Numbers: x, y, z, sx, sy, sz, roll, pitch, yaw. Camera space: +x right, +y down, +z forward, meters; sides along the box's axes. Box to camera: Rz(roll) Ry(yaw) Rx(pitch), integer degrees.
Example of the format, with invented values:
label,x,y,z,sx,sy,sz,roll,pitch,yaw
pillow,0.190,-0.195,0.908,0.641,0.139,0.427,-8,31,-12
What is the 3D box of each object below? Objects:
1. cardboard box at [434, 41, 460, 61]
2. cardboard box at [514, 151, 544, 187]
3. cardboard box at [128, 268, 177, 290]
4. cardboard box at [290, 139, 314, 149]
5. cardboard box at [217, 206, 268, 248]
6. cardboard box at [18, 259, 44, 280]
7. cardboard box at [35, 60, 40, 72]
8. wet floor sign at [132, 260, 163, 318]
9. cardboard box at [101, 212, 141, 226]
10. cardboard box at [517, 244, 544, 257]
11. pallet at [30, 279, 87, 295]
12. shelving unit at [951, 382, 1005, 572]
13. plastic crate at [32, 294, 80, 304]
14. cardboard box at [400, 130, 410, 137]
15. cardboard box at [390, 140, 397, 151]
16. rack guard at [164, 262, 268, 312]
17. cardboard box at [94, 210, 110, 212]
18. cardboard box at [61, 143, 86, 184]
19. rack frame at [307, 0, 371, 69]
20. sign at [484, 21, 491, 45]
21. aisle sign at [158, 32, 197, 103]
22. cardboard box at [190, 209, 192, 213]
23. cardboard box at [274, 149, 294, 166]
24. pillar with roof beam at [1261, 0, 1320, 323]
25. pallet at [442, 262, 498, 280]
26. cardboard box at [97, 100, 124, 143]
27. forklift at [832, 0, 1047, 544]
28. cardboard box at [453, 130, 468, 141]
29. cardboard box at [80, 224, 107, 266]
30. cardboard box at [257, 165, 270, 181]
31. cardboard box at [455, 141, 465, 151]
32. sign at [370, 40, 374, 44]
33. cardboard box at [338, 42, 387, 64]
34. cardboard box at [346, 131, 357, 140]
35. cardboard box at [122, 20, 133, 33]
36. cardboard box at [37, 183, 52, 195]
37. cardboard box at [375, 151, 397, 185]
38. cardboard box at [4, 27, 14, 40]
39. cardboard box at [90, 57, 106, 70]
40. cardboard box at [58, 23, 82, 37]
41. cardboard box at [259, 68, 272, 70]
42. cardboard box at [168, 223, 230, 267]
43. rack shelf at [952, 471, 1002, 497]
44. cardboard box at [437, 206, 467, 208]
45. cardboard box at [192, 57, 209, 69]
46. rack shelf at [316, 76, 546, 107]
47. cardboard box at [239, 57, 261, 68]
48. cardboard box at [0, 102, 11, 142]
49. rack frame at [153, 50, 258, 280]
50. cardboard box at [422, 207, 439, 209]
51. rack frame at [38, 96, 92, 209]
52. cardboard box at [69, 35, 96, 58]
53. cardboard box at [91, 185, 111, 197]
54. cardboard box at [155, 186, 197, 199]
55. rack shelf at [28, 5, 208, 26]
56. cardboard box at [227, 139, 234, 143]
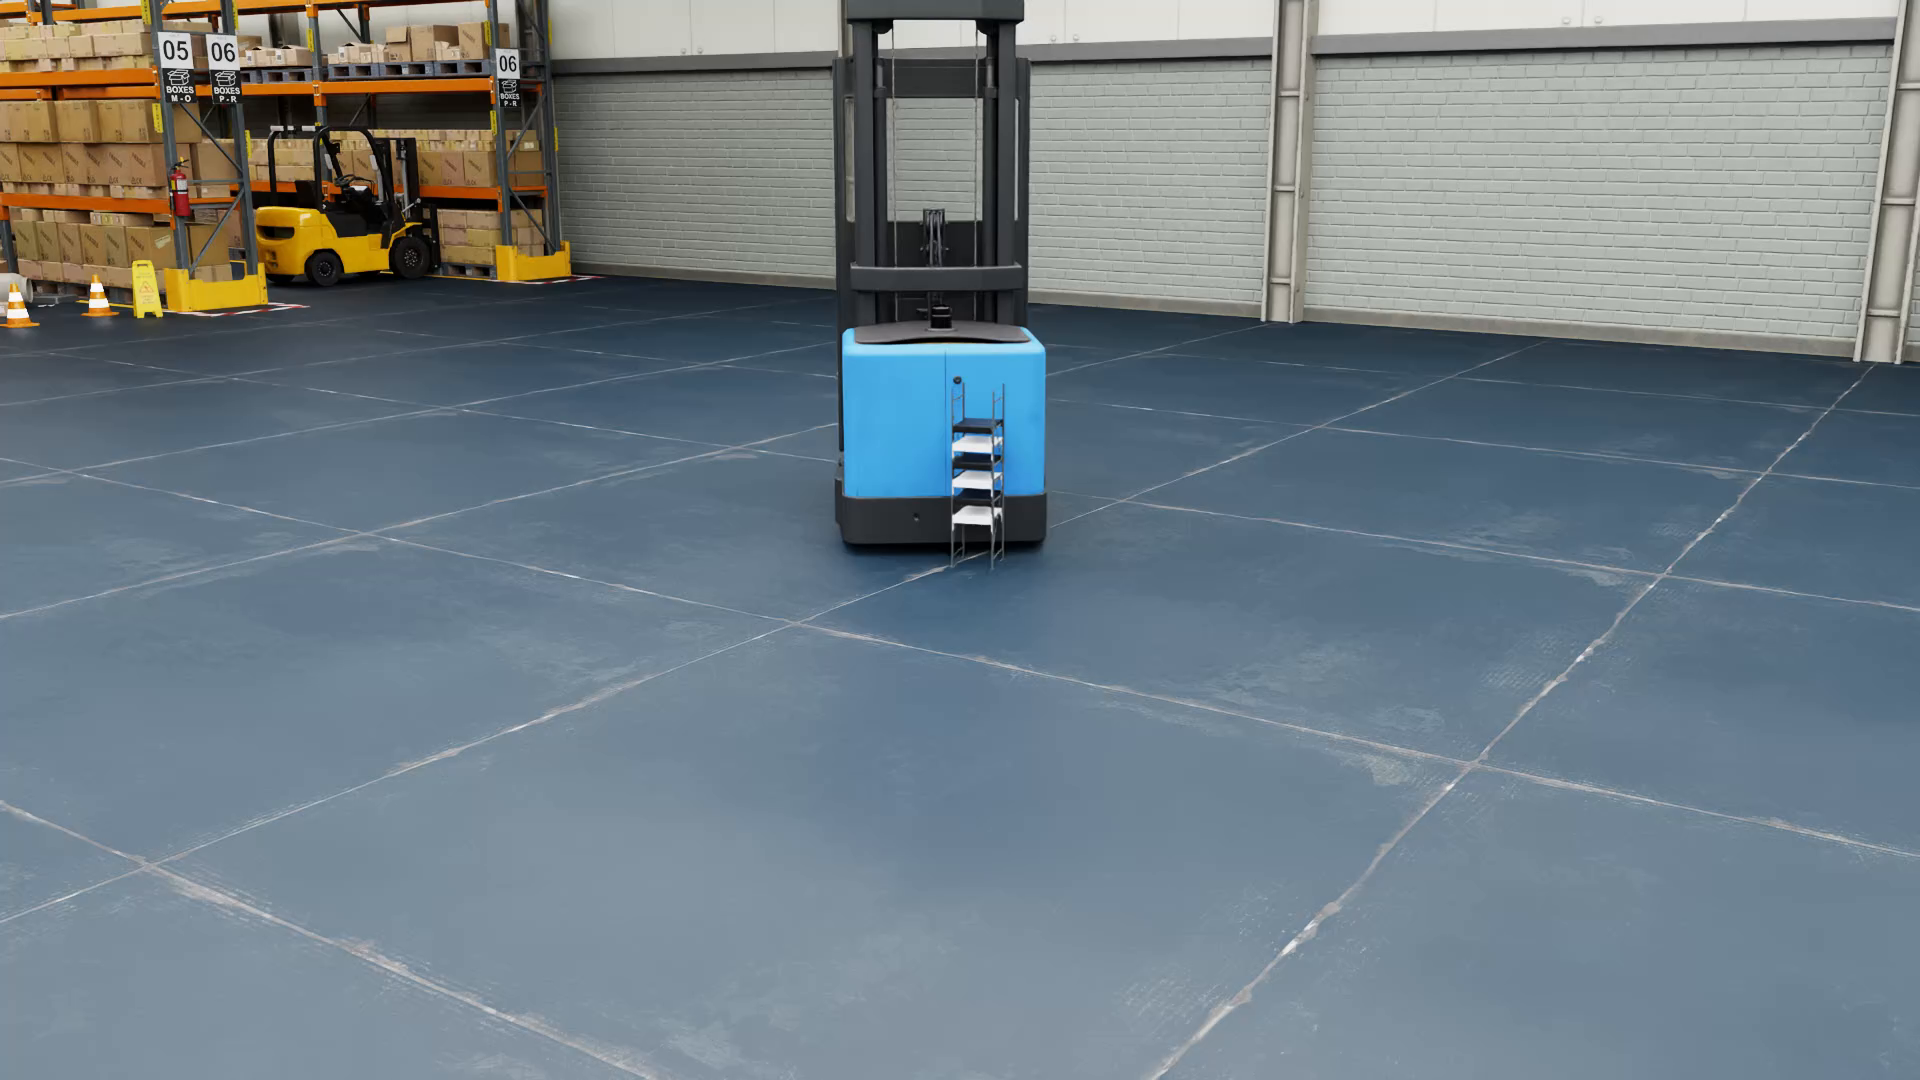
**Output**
label,x,y,z,sx,sy,sz,roll,pitch,yaw
cardboard box,-7.291,-7.011,23.858,0.258,0.266,0.396,9,17,33
cardboard box,-6.480,-5.454,24.403,0.500,0.500,0.500,10,17,35
cardboard box,-9.832,-3.220,20.437,0.500,0.250,0.500,9,17,33
cardboard box,-10.348,-6.259,26.307,0.250,0.149,0.380,9,17,33
cardboard box,-11.805,-5.235,27.796,0.625,0.625,0.875,10,17,35
cardboard box,-11.971,-3.566,21.833,0.500,0.250,0.500,8,16,30
cardboard box,-11.334,-5.936,20.840,0.250,0.149,0.380,9,16,31
wet floor sign,-9.430,-2.911,19.241,0.267,0.644,0.232,-10,17,-35
cardboard box,-10.350,-3.967,20.543,0.250,0.149,0.380,10,17,34
cardboard box,-6.522,-4.257,24.627,0.500,0.250,0.500,9,17,33
pallet,-11.733,-3.393,22.090,1.213,0.211,1.003,9,17,33
shelving unit,0.090,-0.314,8.218,0.210,0.900,0.258,4,14,14
plastic crate,-11.465,-3.038,20.930,0.583,0.080,0.402,3,14,14
cardboard box,-8.114,-6.039,24.798,0.250,0.149,0.380,9,17,33
cardboard box,-8.379,-5.911,24.899,0.250,0.149,0.380,9,16,31
rack guard,-9.054,-3.090,20.265,0.348,0.500,1.175,9,17,33
cardboard box,-15.046,-5.636,29.677,0.500,0.500,0.500,9,16,31
cardboard box,-10.831,-4.711,20.786,0.500,0.500,0.500,9,17,33
rack frame,-9.543,-8.732,25.369,0.127,3.000,1.000,9,17,33
sign,-6.538,-7.024,23.037,0.005,0.325,0.100,9,17,33
aisle sign,-9.101,-5.489,19.344,0.004,0.787,0.394,9,17,33
cardboard box,-13.413,-5.677,28.493,0.250,0.149,0.380,8,16,30
cardboard box,-10.524,-6.072,26.381,0.500,0.250,0.500,9,16,31
pillar with roof beam,1.256,-6.001,14.337,0.400,9.000,9.100,9,17,33
pallet,-6.882,-4.024,24.639,1.213,0.211,1.003,9,17,33
cardboard box,-9.952,-5.066,20.137,0.500,0.500,0.700,9,17,33
forklift,-0.176,-1.702,9.598,1.130,2.935,3.031,-1,14,-4
cardboard box,-7.093,-5.854,24.051,0.250,0.149,0.380,10,17,34
cardboard box,-10.651,-3.720,20.896,0.500,0.500,0.500,9,16,32
cardboard box,-10.922,-5.901,26.732,0.500,0.250,0.500,9,17,33
cardboard box,-7.077,-5.713,24.100,0.250,0.149,0.380,10,17,34
sign,-9.234,-7.676,26.106,0.005,0.325,0.100,9,17,33
cardboard box,-8.988,-7.325,25.031,0.500,0.311,0.500,10,17,34
cardboard box,-9.166,-6.212,25.498,0.250,0.149,0.380,9,17,34
cardboard box,-9.629,-6.043,19.613,0.250,0.149,0.380,10,17,34
cardboard box,-11.566,-4.508,21.315,0.250,0.149,0.380,10,17,35
cardboard box,-8.458,-5.622,25.085,0.500,0.500,0.500,9,17,32
cardboard box,-11.785,-6.377,20.963,0.250,0.149,0.380,9,16,31
cardboard box,-10.275,-5.760,20.129,0.250,0.149,0.380,9,17,32
cardboard box,-10.727,-6.200,20.246,0.250,0.149,0.380,10,17,34
cardboard box,-11.377,-7.774,27.146,0.250,0.166,0.380,9,17,33
cardboard box,-9.526,-3.693,20.785,0.500,0.500,0.500,9,16,31
rack shelf,0.090,-0.281,8.226,0.200,0.077,0.258,4,14,14
cardboard box,-7.764,-4.946,25.326,0.500,0.250,0.500,9,16,32
cardboard box,-9.085,-5.736,20.034,0.250,0.149,0.380,9,17,33
rack shelf,-7.883,-6.658,24.733,4.000,0.370,1.077,9,17,33
cardboard box,-11.265,-7.597,26.467,0.250,0.149,0.380,9,16,32
cardboard box,-12.066,-5.406,21.509,0.500,0.500,0.700,9,17,32
rack frame,-8.991,-4.293,19.923,0.127,3.000,1.000,9,17,33
cardboard box,-8.047,-4.840,24.899,0.500,0.250,0.500,9,16,32
rack frame,-16.181,-6.893,30.424,0.127,3.000,1.000,9,17,33
cardboard box,-10.416,-5.972,20.156,0.500,0.250,0.500,10,17,34
cardboard box,-10.521,-4.336,20.620,0.250,0.149,0.380,9,17,32
cardboard box,-9.420,-4.179,19.984,0.250,0.149,0.380,10,17,35
rack shelf,-14.521,-8.993,28.754,4.000,0.370,1.077,9,17,33
cardboard box,-11.685,-6.447,27.067,0.250,0.149,0.380,10,17,34
